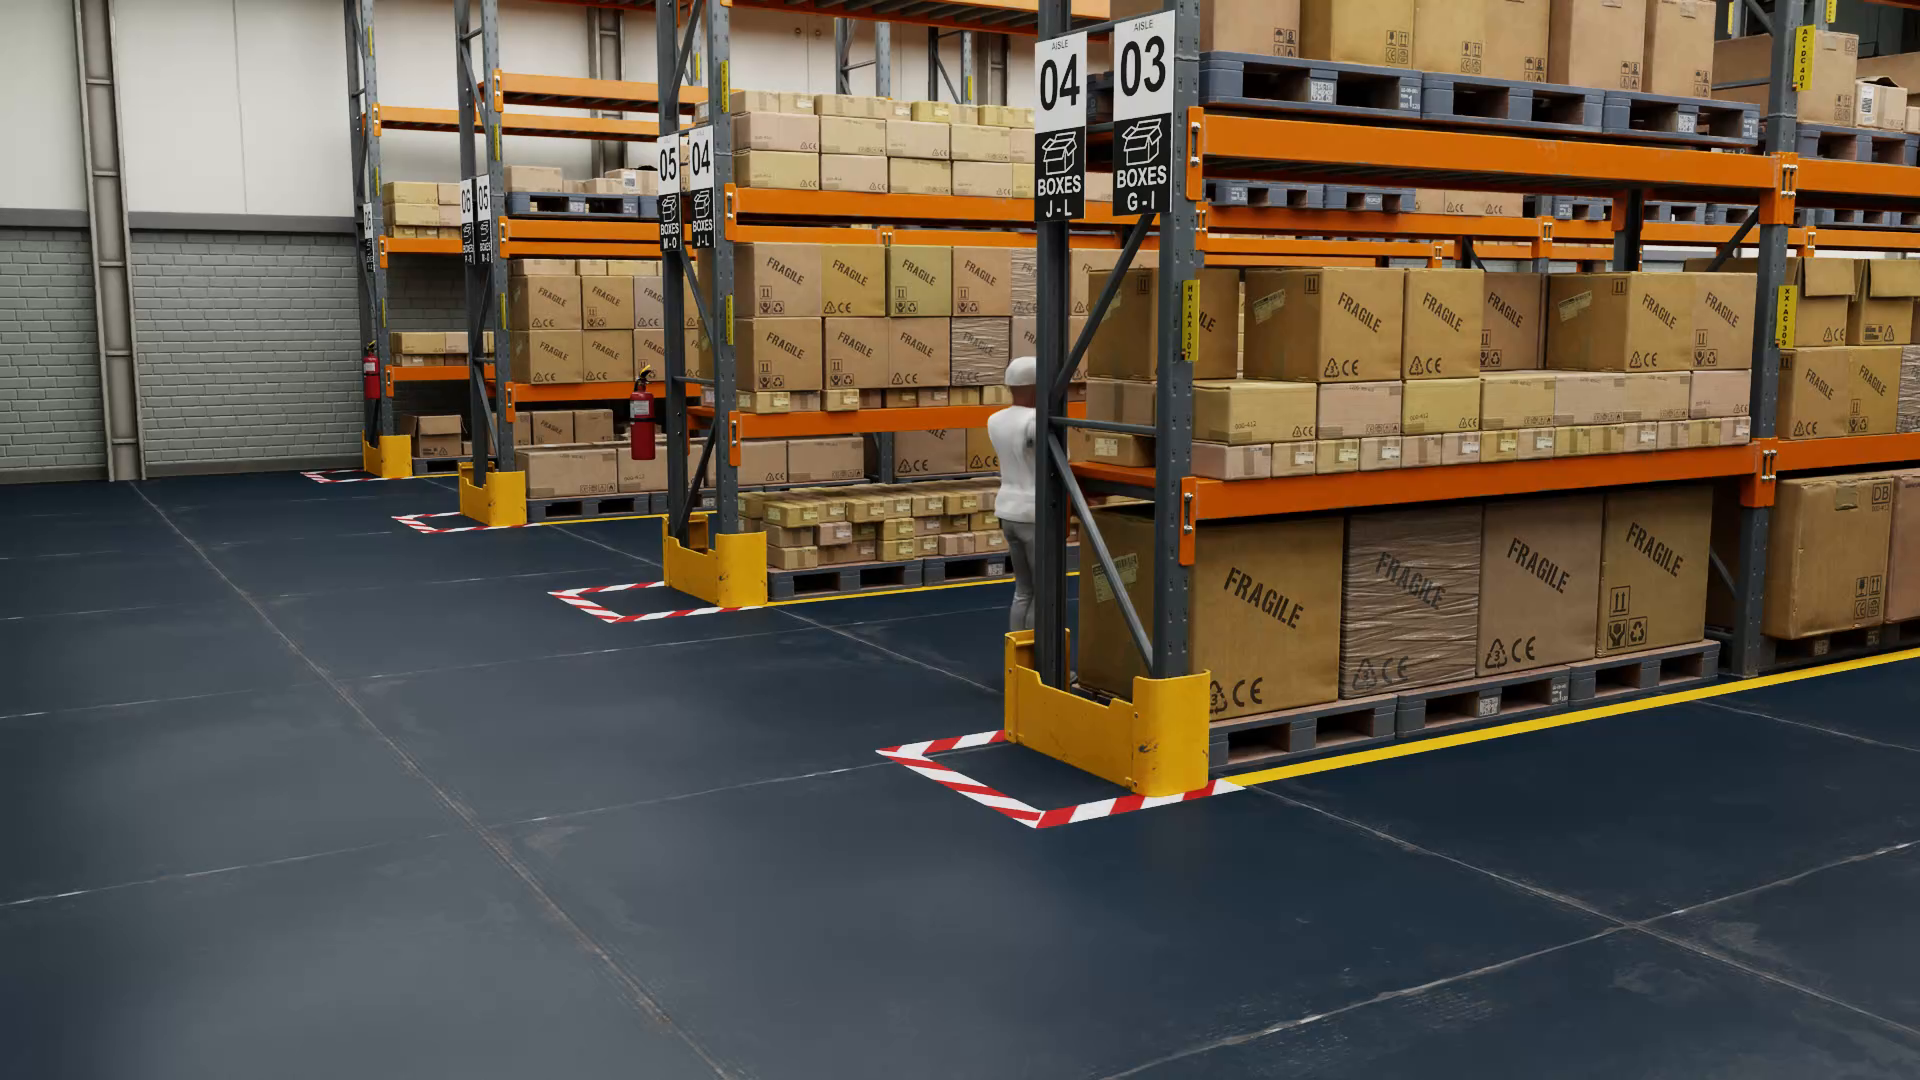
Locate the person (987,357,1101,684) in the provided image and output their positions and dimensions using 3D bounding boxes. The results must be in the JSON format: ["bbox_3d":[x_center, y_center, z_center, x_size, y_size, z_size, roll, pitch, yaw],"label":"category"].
[{"bbox_3d":[0.469,-0.111,9.030,0.563,1.762,0.504,-5,9,-31],"label":"person"}]
